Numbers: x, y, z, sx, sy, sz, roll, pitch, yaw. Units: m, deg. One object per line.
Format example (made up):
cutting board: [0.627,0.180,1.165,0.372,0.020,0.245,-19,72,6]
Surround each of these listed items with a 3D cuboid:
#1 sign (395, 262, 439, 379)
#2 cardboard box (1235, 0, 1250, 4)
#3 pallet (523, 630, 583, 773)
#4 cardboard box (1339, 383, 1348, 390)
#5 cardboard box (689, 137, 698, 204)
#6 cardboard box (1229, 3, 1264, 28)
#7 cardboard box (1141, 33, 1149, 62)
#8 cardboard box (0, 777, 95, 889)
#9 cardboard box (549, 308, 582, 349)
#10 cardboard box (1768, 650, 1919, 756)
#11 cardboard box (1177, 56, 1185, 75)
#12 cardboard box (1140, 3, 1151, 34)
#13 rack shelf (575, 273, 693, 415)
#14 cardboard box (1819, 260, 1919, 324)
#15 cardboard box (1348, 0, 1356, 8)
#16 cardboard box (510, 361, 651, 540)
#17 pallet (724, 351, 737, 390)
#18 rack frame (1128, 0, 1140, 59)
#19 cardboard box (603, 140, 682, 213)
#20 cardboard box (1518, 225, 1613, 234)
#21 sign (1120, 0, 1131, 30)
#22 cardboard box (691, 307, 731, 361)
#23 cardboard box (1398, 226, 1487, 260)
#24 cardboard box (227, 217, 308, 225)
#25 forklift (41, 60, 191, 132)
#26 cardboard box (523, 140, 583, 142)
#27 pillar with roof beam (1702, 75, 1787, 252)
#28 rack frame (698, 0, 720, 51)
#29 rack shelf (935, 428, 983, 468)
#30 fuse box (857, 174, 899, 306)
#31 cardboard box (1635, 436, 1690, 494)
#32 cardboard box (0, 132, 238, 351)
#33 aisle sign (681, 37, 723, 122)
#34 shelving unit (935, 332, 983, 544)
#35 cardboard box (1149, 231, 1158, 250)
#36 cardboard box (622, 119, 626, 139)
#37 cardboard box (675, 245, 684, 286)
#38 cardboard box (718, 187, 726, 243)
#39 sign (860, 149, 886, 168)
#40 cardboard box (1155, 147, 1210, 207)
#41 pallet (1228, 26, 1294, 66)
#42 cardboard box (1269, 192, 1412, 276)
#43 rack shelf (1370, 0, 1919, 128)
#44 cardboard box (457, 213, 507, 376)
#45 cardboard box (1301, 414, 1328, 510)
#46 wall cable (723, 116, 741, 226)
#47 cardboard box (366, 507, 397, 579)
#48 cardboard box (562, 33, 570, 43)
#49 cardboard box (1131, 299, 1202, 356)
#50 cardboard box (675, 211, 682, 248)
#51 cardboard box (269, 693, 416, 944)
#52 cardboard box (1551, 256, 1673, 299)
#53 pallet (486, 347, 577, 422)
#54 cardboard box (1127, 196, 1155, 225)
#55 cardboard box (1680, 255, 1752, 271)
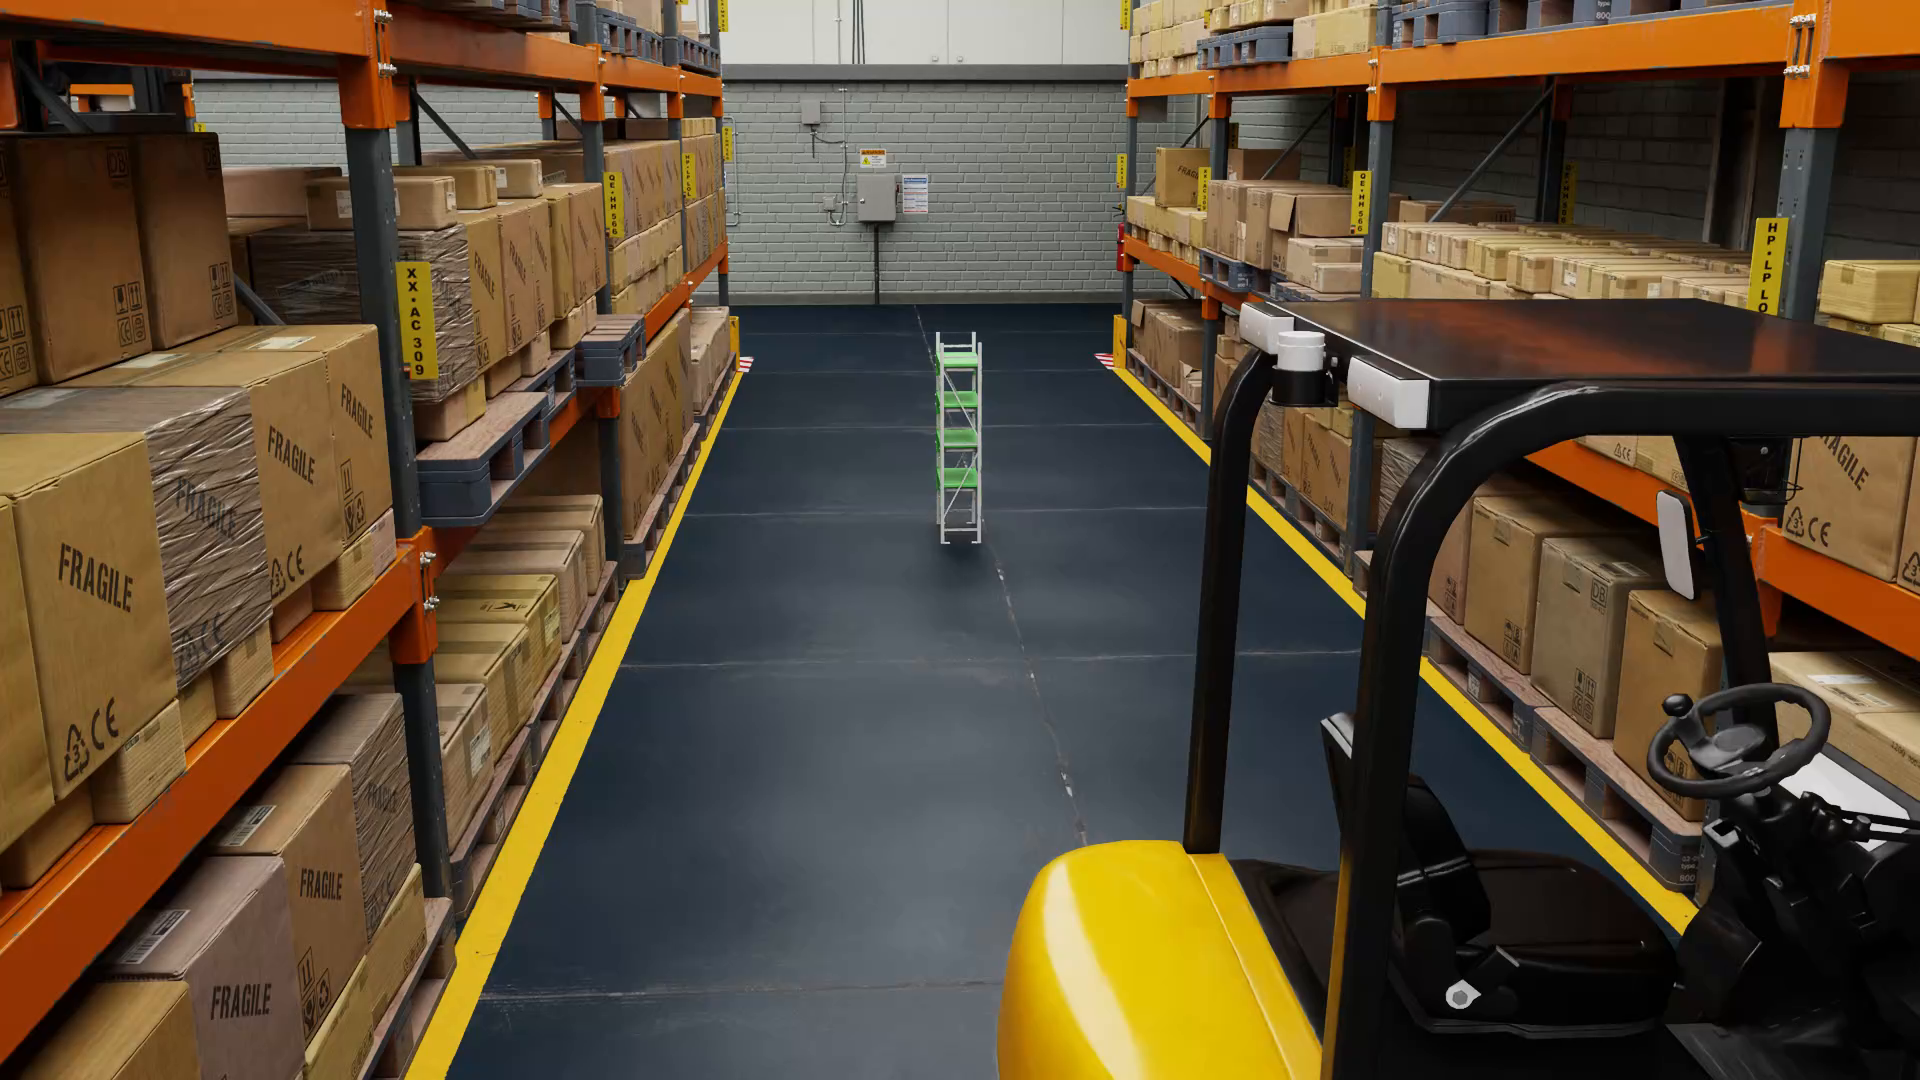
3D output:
sign: [-1.521,-0.612,4.649,0.100,0.325,0.005,-1,14,-3]
cardboard box: [2.080,-3.703,11.243,0.380,0.149,0.250,-1,14,-4]
pallet: [-2.191,0.670,6.999,1.003,0.211,1.213,-1,14,-3]
cardboard box: [2.369,-0.881,10.302,0.380,0.149,0.250,0,14,-2]
cardboard box: [-2.371,-2.953,13.276,0.500,0.500,0.500,-1,14,-4]
cardboard box: [2.043,-3.562,11.290,0.380,0.149,0.250,-1,14,-3]
cardboard box: [1.955,-4.528,15.290,0.500,0.250,0.500,-1,14,-2]
cardboard box: [-1.677,0.458,2.732,0.380,0.149,0.250,-1,14,-5]
cardboard box: [-1.867,-0.923,7.255,0.380,0.149,0.250,-1,14,-2]
cardboard box: [2.608,0.509,4.698,0.500,0.250,0.500,-1,14,-4]
cardboard box: [2.039,-3.984,13.977,0.380,0.149,0.250,-1,14,-3]
cardboard box: [1.938,-4.770,15.226,0.500,0.250,0.500,-1,14,-4]
rack shelf: [-2.434,-1.327,10.606,1.077,0.370,4.000,-1,14,-3]
cardboard box: [2.615,-0.683,4.562,0.380,0.149,0.250,-1,14,-2]
cardboard box: [2.394,-3.043,9.316,0.380,0.149,0.250,-1,14,-2]
cardboard box: [-2.270,-0.525,9.468,0.875,0.875,0.875,-1,14,-4]
pallet: [-2.678,-1.619,15.895,1.003,0.211,1.213,-1,14,-3]
rack frame: [2.148,-6.150,15.870,1.000,3.000,0.127,-1,14,-3]
cardboard box: [-2.280,-2.598,11.896,0.500,0.500,0.500,0,14,-2]
cardboard box: [2.994,-1.477,8.243,0.380,0.149,0.250,-1,14,-2]
sign: [1.606,-5.112,16.102,0.100,0.325,0.005,-1,14,-3]
cardboard box: [-2.665,-1.967,15.951,0.875,0.438,0.875,-1,14,-5]
cardboard box: [2.387,-1.468,8.208,0.380,0.149,0.250,-1,14,-2]
cardboard box: [-2.352,-0.813,5.527,0.500,0.500,0.500,-1,14,-3]
forklift: [-5.021,-1.372,9.478,1.130,2.935,3.031,0,14,-1]
cardboard box: [-2.818,-2.591,11.870,0.500,0.500,0.500,-1,14,-3]
pillar with roof beam: [-0.673,-3.784,6.673,9.100,9.000,0.400,-1,14,-3]
rack frame: [-2.806,-6.073,15.569,1.000,3.000,0.127,-1,14,-3]
rack shelf: [-0.010,-0.560,10.053,0.258,0.148,0.480,-1,14,-3]
fuse box: [-1.073,-3.941,21.911,0.539,1.711,0.414,-1,14,-3]
cardboard box: [2.599,-0.309,5.509,0.500,0.250,0.500,-1,14,-2]
cardboard box: [-2.252,-0.747,4.105,0.700,0.500,0.500,-1,14,-4]
aisle sign: [-2.501,-4.449,16.080,0.394,0.787,0.004,-1,14,-3]
shelving unit: [-0.010,-0.622,10.037,0.258,1.200,0.503,-1,14,-3]
cardboard box: [1.925,-2.716,15.066,0.380,0.149,0.250,-1,14,-5]
cardboard box: [-2.808,-3.220,13.013,0.380,0.149,0.250,-1,14,-3]
cardboard box: [-2.279,-1.992,12.050,0.500,0.250,0.500,-1,14,-5]
cardboard box: [-2.512,-3.100,15.853,0.500,0.500,0.500,-1,14,-3]
sign: [-1.141,-5.016,21.844,0.339,0.242,0.001,-1,14,-3]
cardboard box: [2.001,-3.189,14.601,0.500,0.500,0.500,-1,14,-2]
pallet: [2.434,-3.190,10.764,1.213,0.211,1.003,-1,14,-3]
cardboard box: [2.358,-1.912,10.386,0.797,0.503,0.637,-1,14,-5]
rack shelf: [2.768,-1.862,6.667,1.077,0.370,4.000,-1,14,-3]
cardboard box: [-1.837,-0.824,5.570,0.500,0.500,0.500,-1,14,-3]
cardboard box: [2.382,-0.474,10.024,0.500,0.500,0.500,-1,14,-4]
wall cable: [-3.179,-5.076,21.635,0.585,1.953,0.123,-1,14,-3]
cardboard box: [-1.738,0.014,4.456,0.380,0.149,0.250,-1,14,-4]
cardboard box: [-2.081,-2.434,7.949,0.380,0.149,0.250,-1,14,-3]
cardboard box: [2.091,-2.086,16.279,0.797,0.503,0.637,-1,15,-6]
cardboard box: [-2.288,-2.236,11.995,0.500,0.250,0.500,-1,14,-3]
cardboard box: [-1.758,0.725,4.358,0.500,0.500,0.500,-1,14,-4]
cardboard box: [2.540,-1.022,6.475,0.380,0.149,0.250,-1,14,-3]
pallet: [-2.147,-0.593,6.696,1.003,0.211,1.213,-1,14,-3]
cardboard box: [1.907,-3.199,16.144,0.500,0.250,0.500,-1,14,-3]
cardboard box: [3.058,-1.032,6.513,0.380,0.149,0.250,-1,14,-4]
